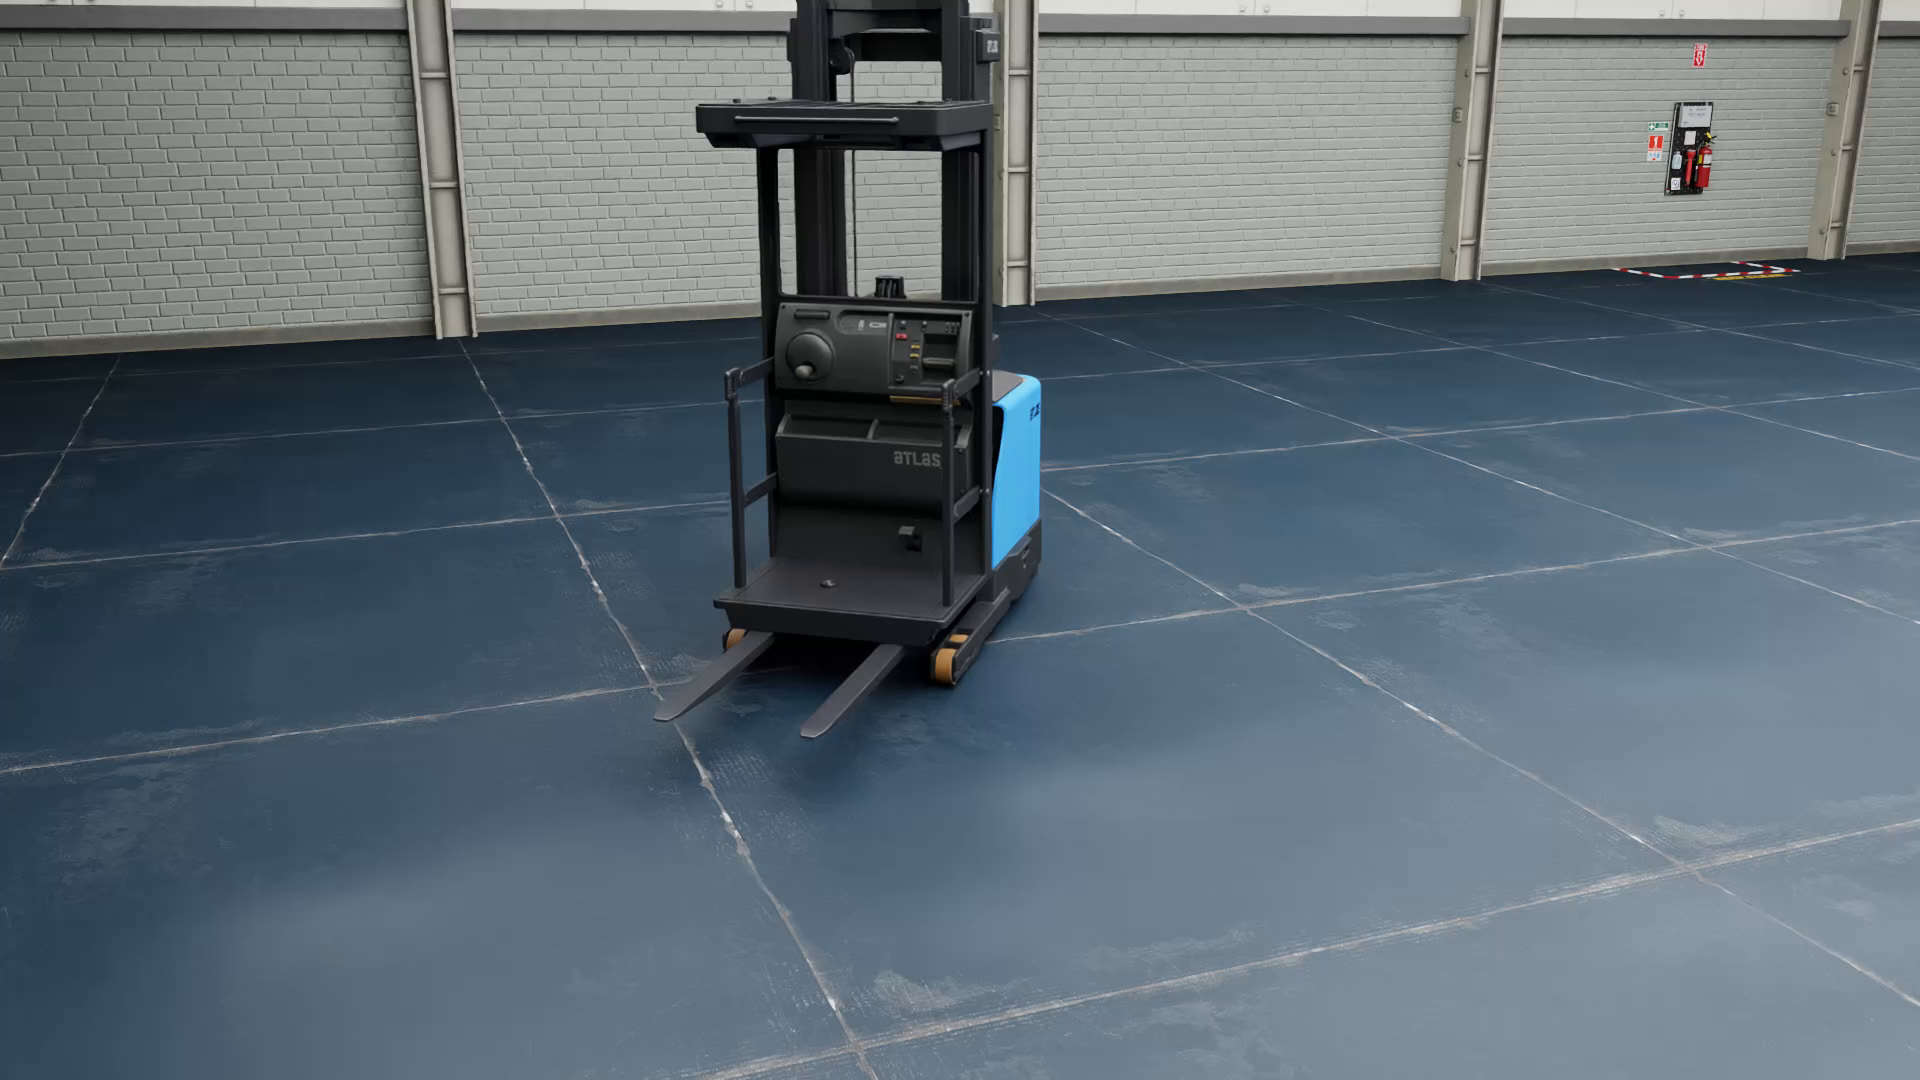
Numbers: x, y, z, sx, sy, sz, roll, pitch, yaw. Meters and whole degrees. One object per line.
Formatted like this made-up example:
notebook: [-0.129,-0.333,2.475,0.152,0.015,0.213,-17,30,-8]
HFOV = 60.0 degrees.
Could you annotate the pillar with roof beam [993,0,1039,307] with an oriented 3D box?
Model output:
pillar with roof beam: [2.138,-5.820,13.447,0.400,9.000,9.100,-6,17,-20]

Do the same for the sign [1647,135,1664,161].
sign: [8.928,-5.034,21.353,0.234,0.329,0.001,-6,17,-20]

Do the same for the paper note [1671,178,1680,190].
paper note: [9.292,-4.623,21.581,0.142,0.148,0.016,-6,17,-20]

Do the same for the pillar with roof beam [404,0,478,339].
pillar with roof beam: [-3.465,-5.215,11.387,0.400,9.000,9.100,-6,17,-20]

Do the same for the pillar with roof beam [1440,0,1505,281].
pillar with roof beam: [7.741,-6.425,15.507,0.400,9.000,9.100,-6,17,-20]

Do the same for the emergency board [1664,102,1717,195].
emergency board: [9.482,-5.045,21.455,0.643,1.169,0.194,-6,17,-20]

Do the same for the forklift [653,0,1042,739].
forklift: [-0.455,-0.882,7.401,1.130,2.935,3.031,5,17,15]

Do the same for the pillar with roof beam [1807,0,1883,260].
pillar with roof beam: [13.343,-7.030,17.567,0.400,9.000,9.100,-6,17,-20]

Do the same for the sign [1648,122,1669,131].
sign: [8.936,-5.286,21.272,0.331,0.109,0.001,-6,17,-20]

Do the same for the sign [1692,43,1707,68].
sign: [9.438,-6.183,21.215,0.199,0.298,0.001,-6,17,-20]
